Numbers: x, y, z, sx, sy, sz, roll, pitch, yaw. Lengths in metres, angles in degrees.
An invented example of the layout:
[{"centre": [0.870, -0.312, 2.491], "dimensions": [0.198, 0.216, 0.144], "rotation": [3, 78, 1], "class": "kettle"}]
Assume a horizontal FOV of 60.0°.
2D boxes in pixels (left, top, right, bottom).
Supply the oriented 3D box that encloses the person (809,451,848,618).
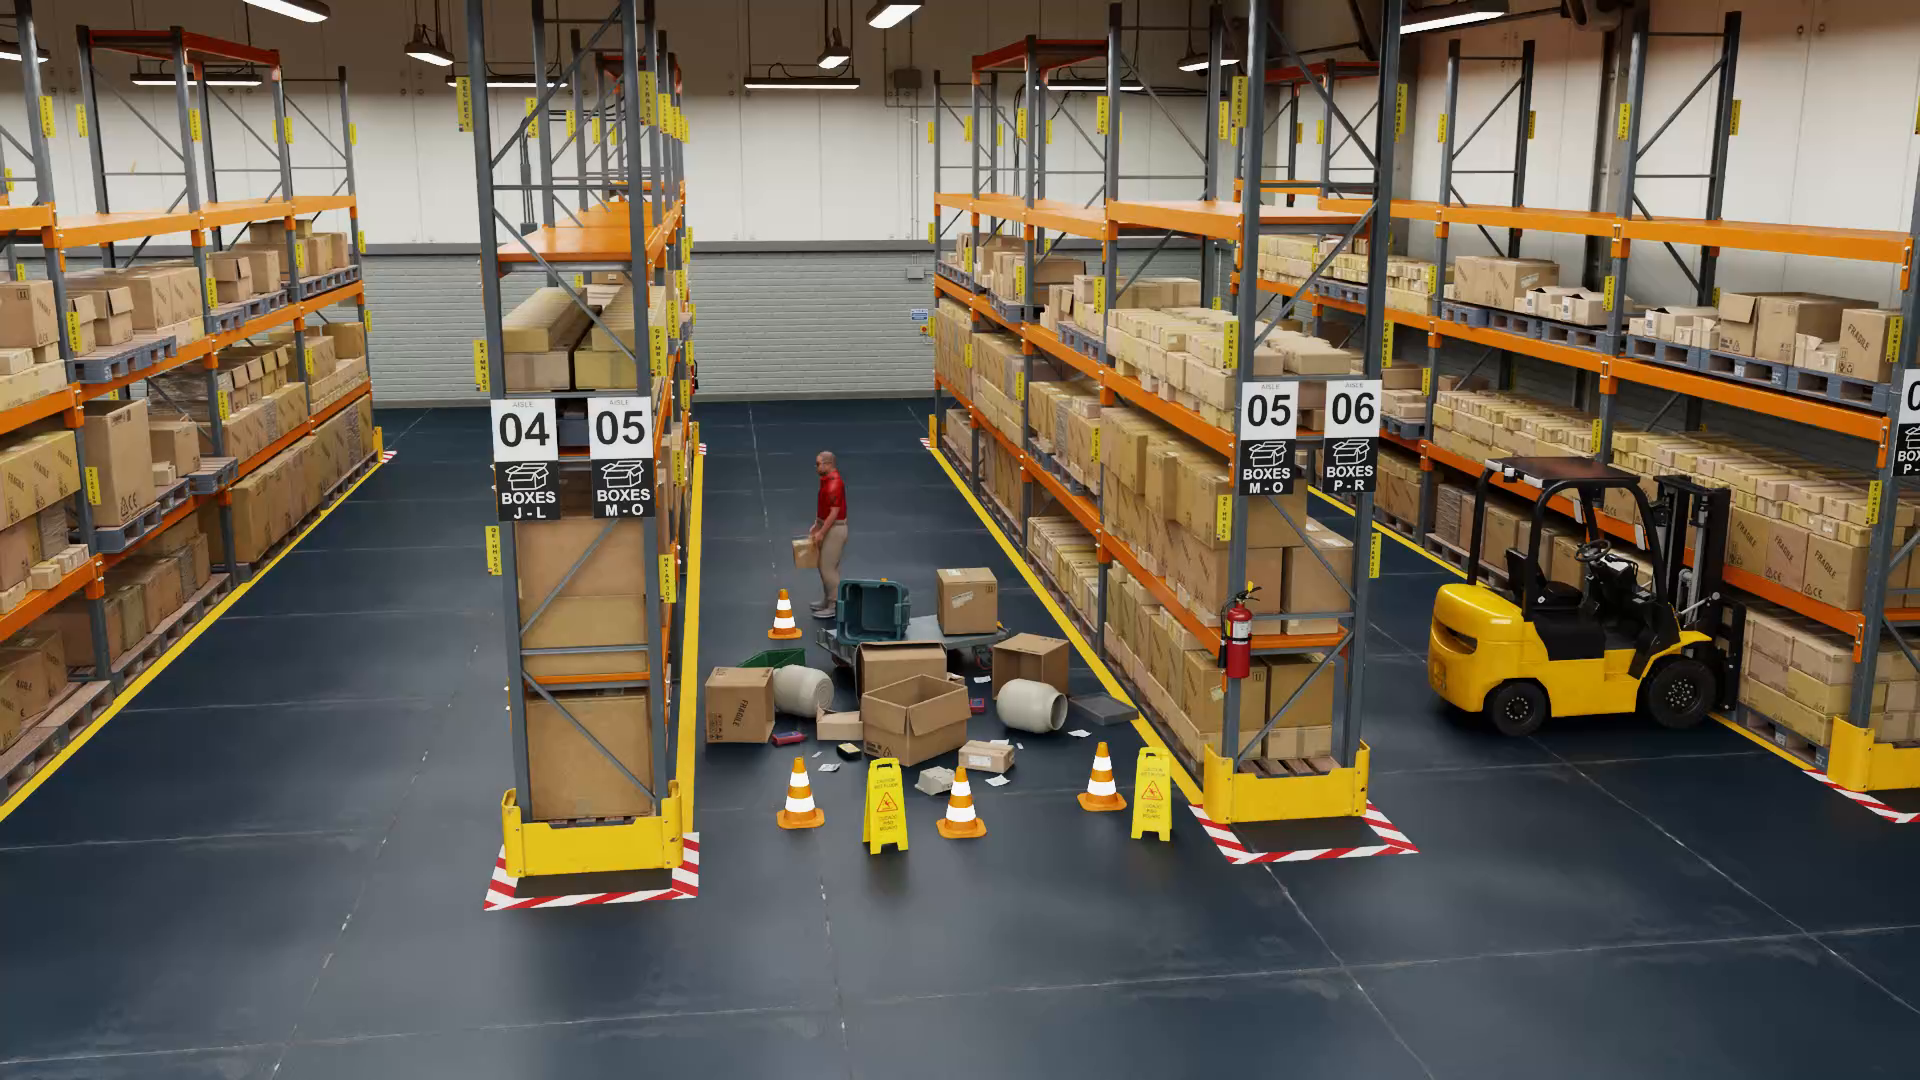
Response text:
[{"centre": [-1.370, -0.074, 17.318], "dimensions": [0.393, 1.732, 0.551], "rotation": [-2, 13, -10], "class": "person"}]
